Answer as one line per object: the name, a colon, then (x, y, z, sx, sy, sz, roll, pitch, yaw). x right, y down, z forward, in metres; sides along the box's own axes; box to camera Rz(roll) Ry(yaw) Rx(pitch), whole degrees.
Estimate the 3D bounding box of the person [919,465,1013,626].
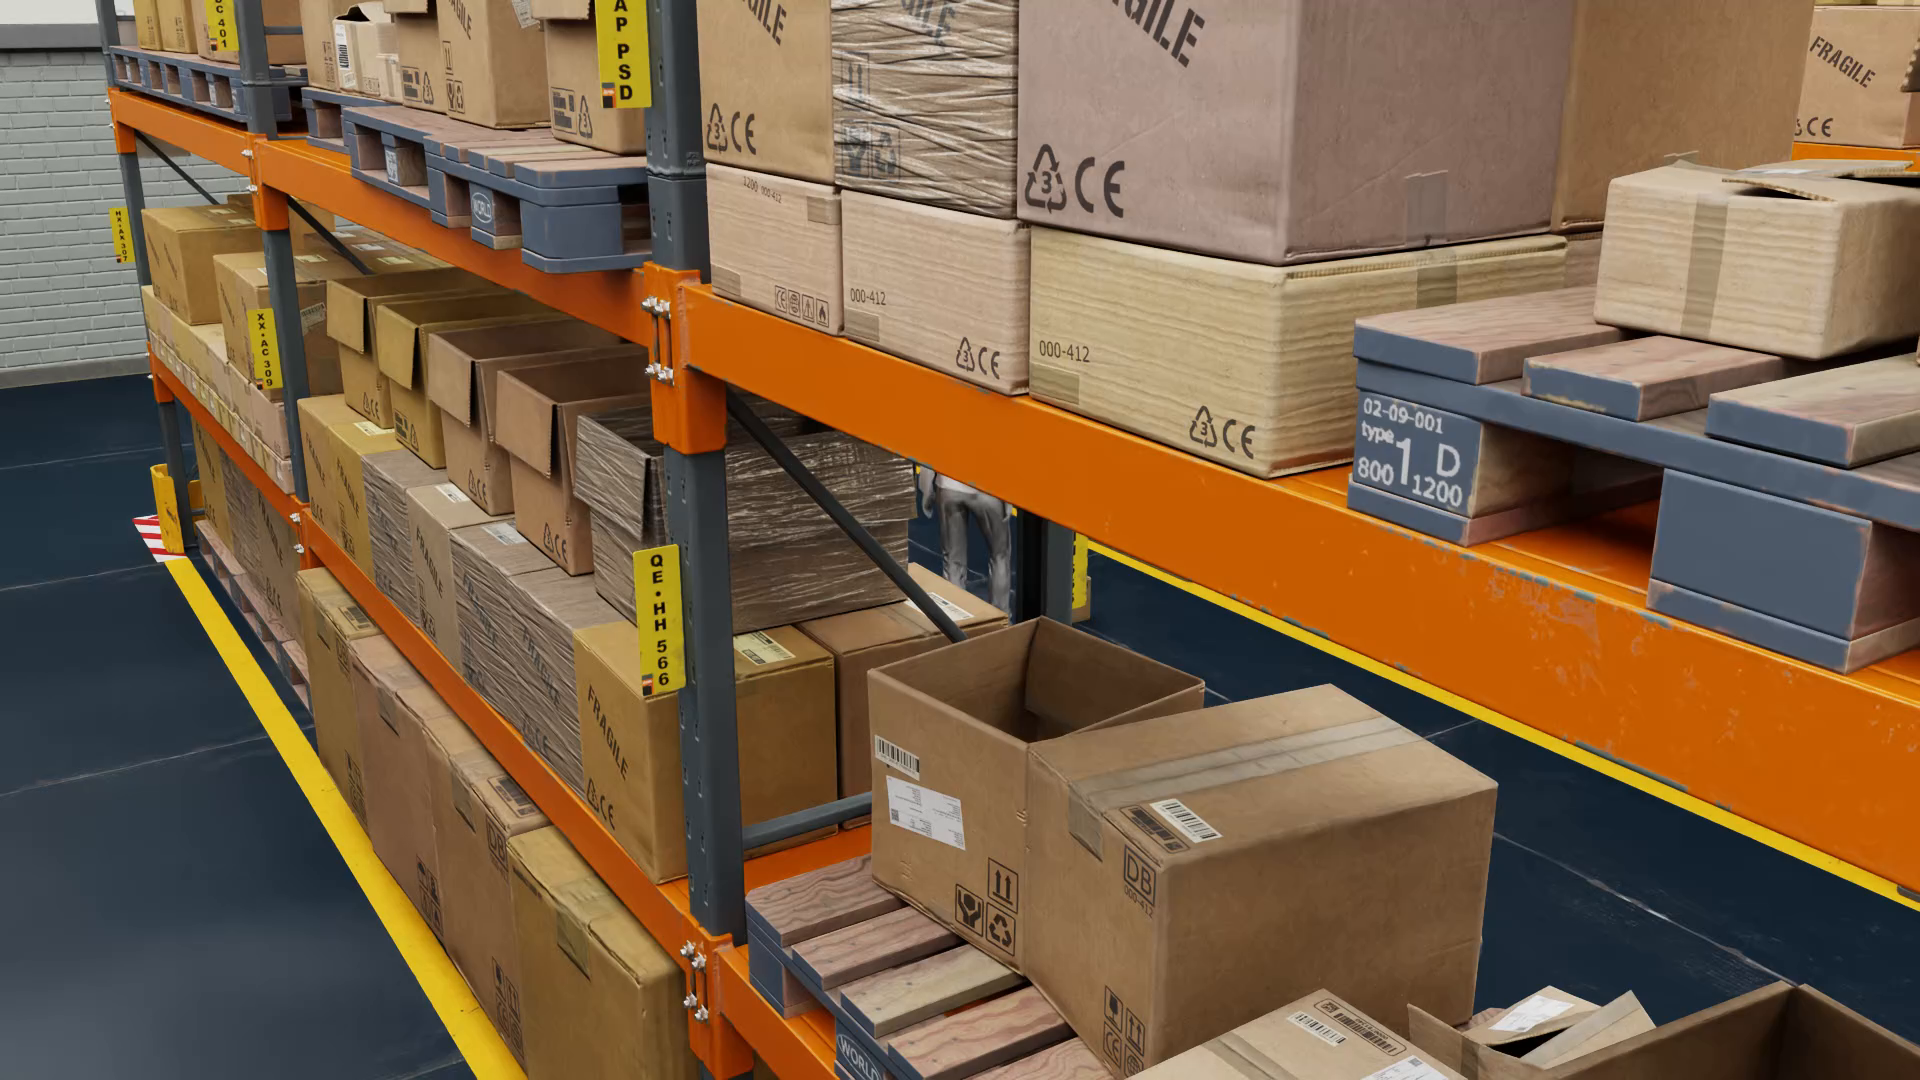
person: (0.062, -0.233, 8.794, 0.518, 1.724, 0.457, 5, 19, 15)
